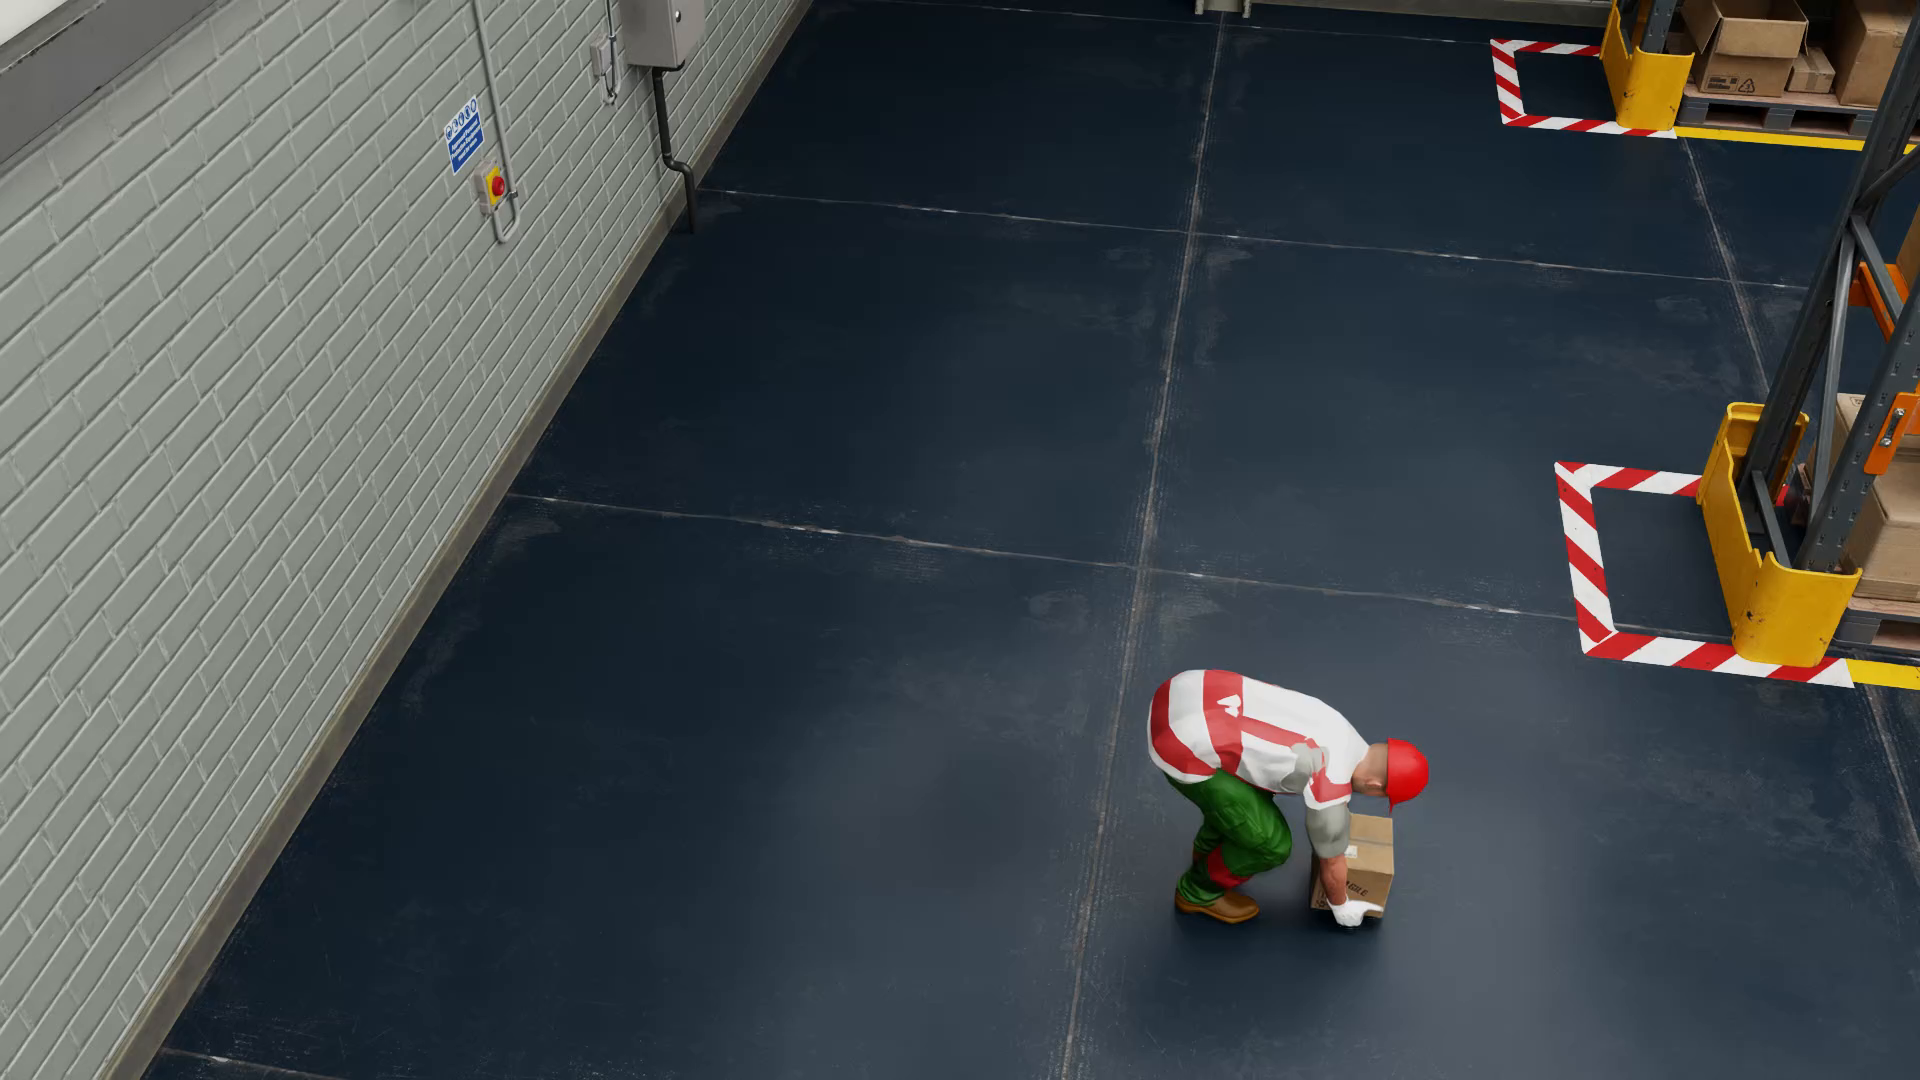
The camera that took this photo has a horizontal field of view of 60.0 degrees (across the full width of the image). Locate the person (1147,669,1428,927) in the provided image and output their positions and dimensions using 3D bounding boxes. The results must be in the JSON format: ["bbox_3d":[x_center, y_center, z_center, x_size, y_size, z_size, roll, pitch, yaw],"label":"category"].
[{"bbox_3d":[1.098,0.883,5.723,0.948,0.970,0.522,5,40,6],"label":"person"}]
